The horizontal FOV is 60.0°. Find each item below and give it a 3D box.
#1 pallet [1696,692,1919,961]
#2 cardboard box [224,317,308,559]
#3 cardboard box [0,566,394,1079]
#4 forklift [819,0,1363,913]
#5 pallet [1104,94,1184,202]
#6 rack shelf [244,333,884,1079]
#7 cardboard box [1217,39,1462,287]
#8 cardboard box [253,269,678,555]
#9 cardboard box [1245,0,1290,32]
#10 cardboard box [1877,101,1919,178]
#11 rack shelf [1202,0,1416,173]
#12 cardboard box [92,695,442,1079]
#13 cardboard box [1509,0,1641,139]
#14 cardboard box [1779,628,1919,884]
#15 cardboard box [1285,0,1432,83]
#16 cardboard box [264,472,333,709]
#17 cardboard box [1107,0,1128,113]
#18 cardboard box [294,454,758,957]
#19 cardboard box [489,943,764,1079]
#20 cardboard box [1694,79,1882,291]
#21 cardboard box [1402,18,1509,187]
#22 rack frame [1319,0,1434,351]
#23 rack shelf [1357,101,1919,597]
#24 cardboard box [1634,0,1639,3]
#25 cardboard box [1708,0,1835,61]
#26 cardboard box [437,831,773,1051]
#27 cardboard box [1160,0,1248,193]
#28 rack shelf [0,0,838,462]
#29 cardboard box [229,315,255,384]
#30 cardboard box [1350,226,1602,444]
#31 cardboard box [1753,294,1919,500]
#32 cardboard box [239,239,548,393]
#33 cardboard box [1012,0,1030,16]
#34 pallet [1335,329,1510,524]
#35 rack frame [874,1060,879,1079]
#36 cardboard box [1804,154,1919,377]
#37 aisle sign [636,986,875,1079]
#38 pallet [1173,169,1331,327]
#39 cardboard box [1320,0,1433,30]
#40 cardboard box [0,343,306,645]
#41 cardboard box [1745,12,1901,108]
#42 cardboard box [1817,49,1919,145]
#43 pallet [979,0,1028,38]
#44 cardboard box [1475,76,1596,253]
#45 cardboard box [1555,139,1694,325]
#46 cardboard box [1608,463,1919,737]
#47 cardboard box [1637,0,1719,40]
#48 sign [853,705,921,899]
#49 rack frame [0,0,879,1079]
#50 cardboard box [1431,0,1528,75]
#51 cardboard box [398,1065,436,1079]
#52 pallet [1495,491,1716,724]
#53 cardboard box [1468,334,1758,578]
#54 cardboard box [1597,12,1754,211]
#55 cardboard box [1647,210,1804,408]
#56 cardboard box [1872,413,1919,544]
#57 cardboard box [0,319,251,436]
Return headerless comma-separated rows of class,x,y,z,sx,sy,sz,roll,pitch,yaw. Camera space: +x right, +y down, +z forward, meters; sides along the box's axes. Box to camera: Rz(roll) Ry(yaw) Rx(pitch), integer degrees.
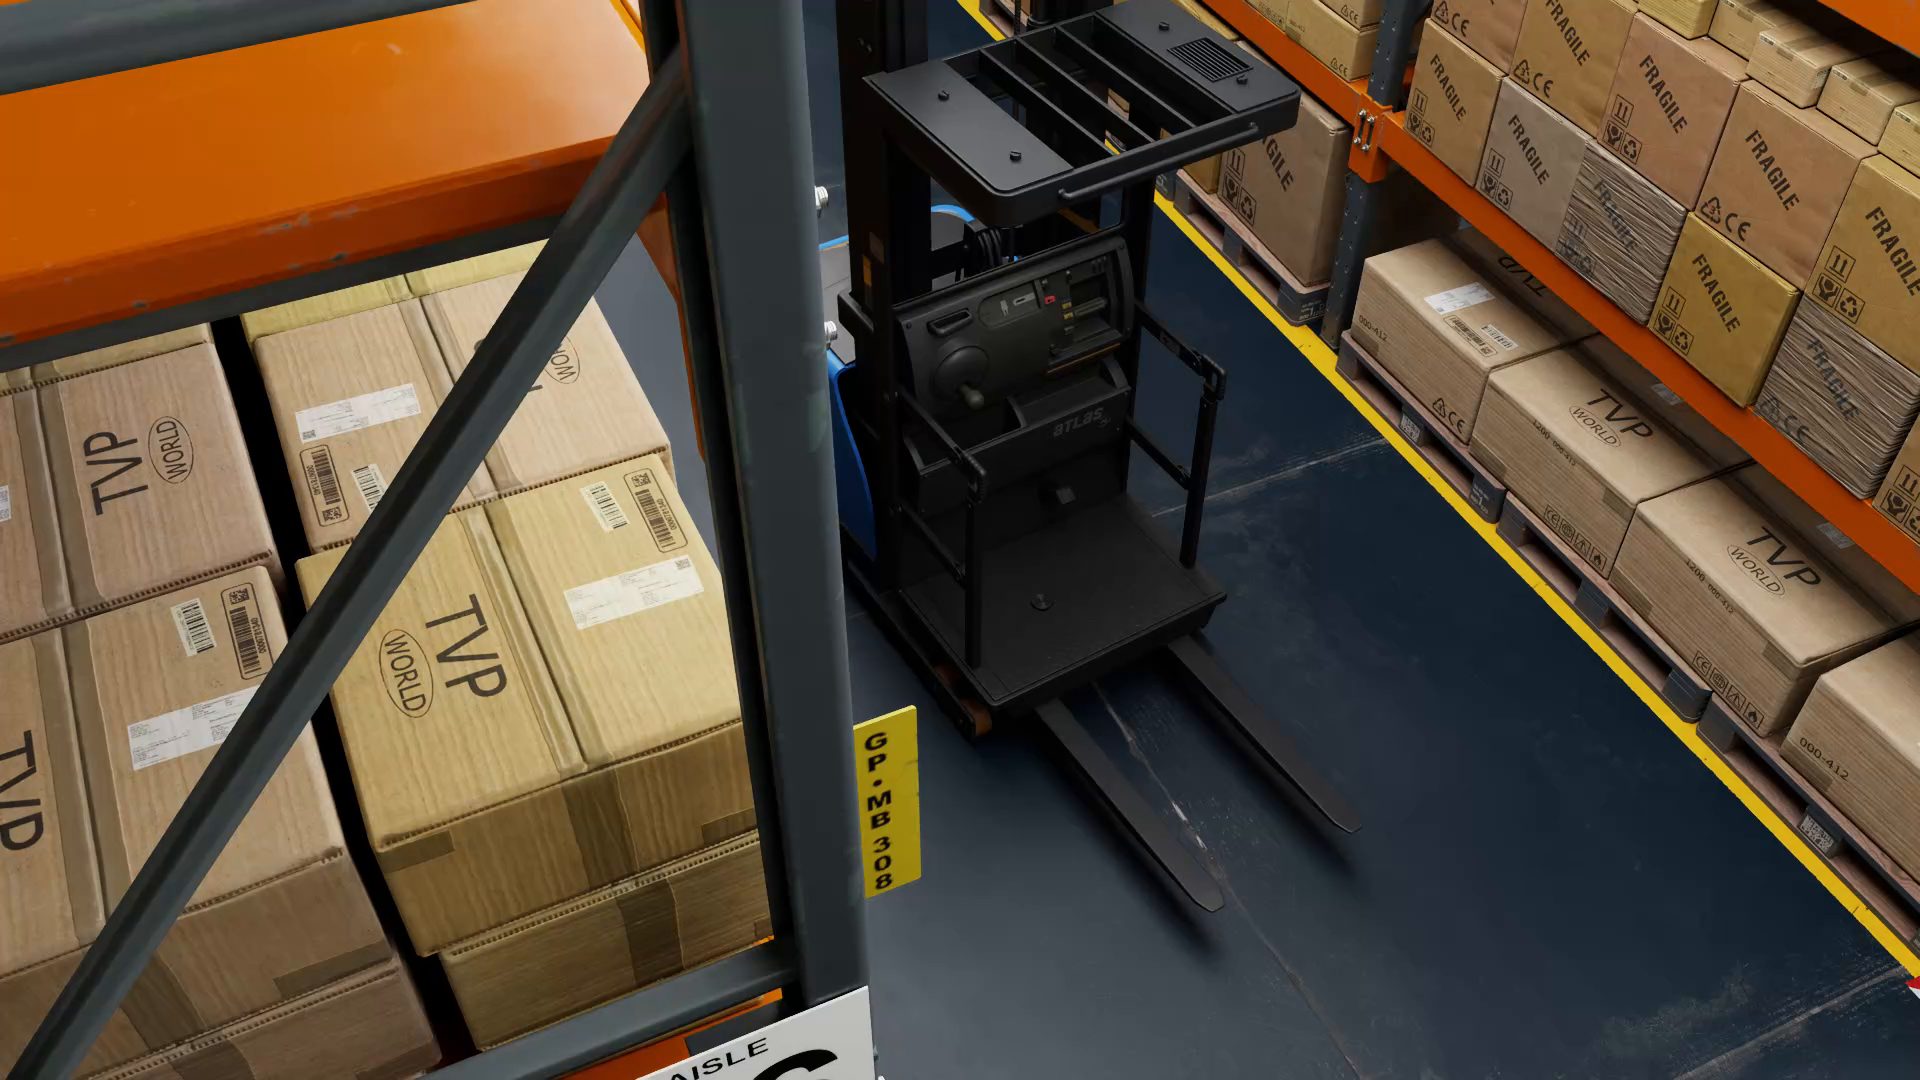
pallet,3.509,0.888,6.068,1.003,0.211,1.213,-18,47,-17
cardboard box,-1.453,-0.118,2.862,0.500,0.250,0.500,-19,48,-18
cardboard box,-1.026,0.351,2.031,0.500,0.250,0.500,-19,48,-19
forklift,0.328,-0.670,5.711,1.130,2.935,3.031,-23,49,-22
pallet,1.324,-2.422,9.424,1.003,0.211,1.213,-18,47,-17
rack shelf,-1.427,-0.236,3.599,1.077,0.370,4.000,-18,47,-17
cardboard box,1.901,-1.932,8.155,0.875,0.875,0.875,-17,47,-16
cardboard box,-0.742,-0.134,2.523,0.500,0.250,0.500,-18,47,-18
cardboard box,1.604,-2.650,7.776,0.500,0.250,0.500,-19,48,-18
cardboard box,2.997,-1.207,4.961,0.380,0.149,0.250,-17,47,-16
rack shelf,1.393,-3.185,8.724,1.077,0.370,4.000,-18,47,-17
cardboard box,-1.020,0.527,2.208,0.500,0.250,0.500,-19,48,-18
cardboard box,2.421,-1.860,6.085,0.500,0.500,0.500,-19,48,-18
cardboard box,3.548,0.754,5.745,0.875,0.438,0.875,-20,48,-19
cardboard box,1.817,-2.325,7.446,0.500,0.250,0.500,-19,48,-18
cardboard box,-1.246,0.204,2.536,0.500,0.250,0.500,-18,47,-17
cardboard box,1.138,-3.075,9.313,0.875,0.875,0.875,-17,47,-17
cardboard box,-0.545,0.195,2.189,0.500,0.250,0.500,-19,48,-18
cardboard box,-0.509,0.600,2.418,0.380,0.149,0.250,-17,47,-17
cardboard box,2.836,-1.208,5.424,0.500,0.500,0.500,-18,47,-18
cardboard box,2.194,-1.826,6.763,0.500,0.500,0.500,-17,47,-16
rack frame,2.234,-2.167,7.179,1.000,3.000,0.127,-18,47,-17
rack shelf,3.075,-0.636,6.140,1.077,0.370,4.000,-18,47,-17
cardboard box,2.448,-2.026,5.792,0.380,0.149,0.250,-18,47,-18
cardboard box,2.714,-1.712,5.474,0.380,0.149,0.250,-18,47,-18
cardboard box,-0.525,0.367,2.371,0.500,0.250,0.500,-19,48,-18
cardboard box,1.514,-2.505,8.736,0.875,0.875,0.875,-17,47,-16
rack shelf,-1.427,-1.302,2.546,1.077,0.370,4.000,-18,47,-17
cardboard box,-1.673,-0.445,3.193,0.500,0.250,0.500,-17,47,-16
cardboard box,2.401,-0.973,7.494,0.875,0.438,0.875,-19,48,-18
cardboard box,3.050,-0.532,5.451,0.500,0.500,0.500,-17,47,-16
cardboard box,-0.965,-0.451,2.843,0.500,0.250,0.500,-19,48,-18
cardboard box,0.767,-3.644,9.890,0.875,0.875,0.875,-18,48,-18
pallet,2.483,-0.667,7.644,1.003,0.211,1.213,-18,47,-17
rack frame,-0.586,1.850,3.108,1.000,3.000,0.127,-18,47,-17
cardboard box,3.046,-0.887,5.099,0.500,0.500,0.500,-18,47,-18
aisle sign,-0.291,0.882,2.239,0.394,0.787,0.004,-18,47,-17
pallet,1.841,-1.644,8.635,1.003,0.211,1.213,-18,47,-17
cardboard box,1.828,-2.501,7.268,0.500,0.250,0.500,-18,47,-17
cardboard box,-1.244,0.020,2.367,0.500,0.250,0.500,-19,48,-19
cardboard box,2.755,-1.535,5.294,0.380,0.149,0.250,-18,47,-17
cardboard box,2.904,-1.380,5.136,0.380,0.149,0.250,-17,47,-16
pallet,0.815,-3.199,10.210,1.003,0.211,1.213,-18,47,-17
cardboard box,2.402,-1.504,6.437,0.500,0.500,0.500,-18,47,-17
cardboard box,2.605,-1.185,6.113,0.500,0.500,0.500,-18,47,-17
cardboard box,3.155,0.173,6.333,0.875,0.438,0.875,-17,47,-16
cardboard box,2.534,-1.848,5.611,0.380,0.149,0.250,-19,48,-19
sign,-0.094,0.311,1.910,0.100,0.325,0.005,-18,47,-17
rack frame,-0.586,-0.285,1.001,1.000,3.000,0.127,-18,47,-17
cardboard box,2.215,-2.183,6.413,0.500,0.500,0.500,-18,47,-17
cardboard box,-0.930,0.736,2.280,0.380,0.149,0.250,-17,47,-16
pallet,3.000,0.112,6.855,1.003,0.211,1.213,-18,47,-17
cardboard box,2.778,-0.402,6.916,0.875,0.438,0.875,-19,48,-19
cardboard box,2.626,-1.530,5.751,0.500,0.500,0.500,-17,47,-17
cardboard box,2.822,-0.857,5.781,0.500,0.500,0.500,-17,47,-16
cardboard box,3.276,-0.207,5.122,0.500,0.500,0.500,-19,48,-18
cardboard box,-1.470,-0.306,2.696,0.500,0.250,0.500,-18,47,-17
